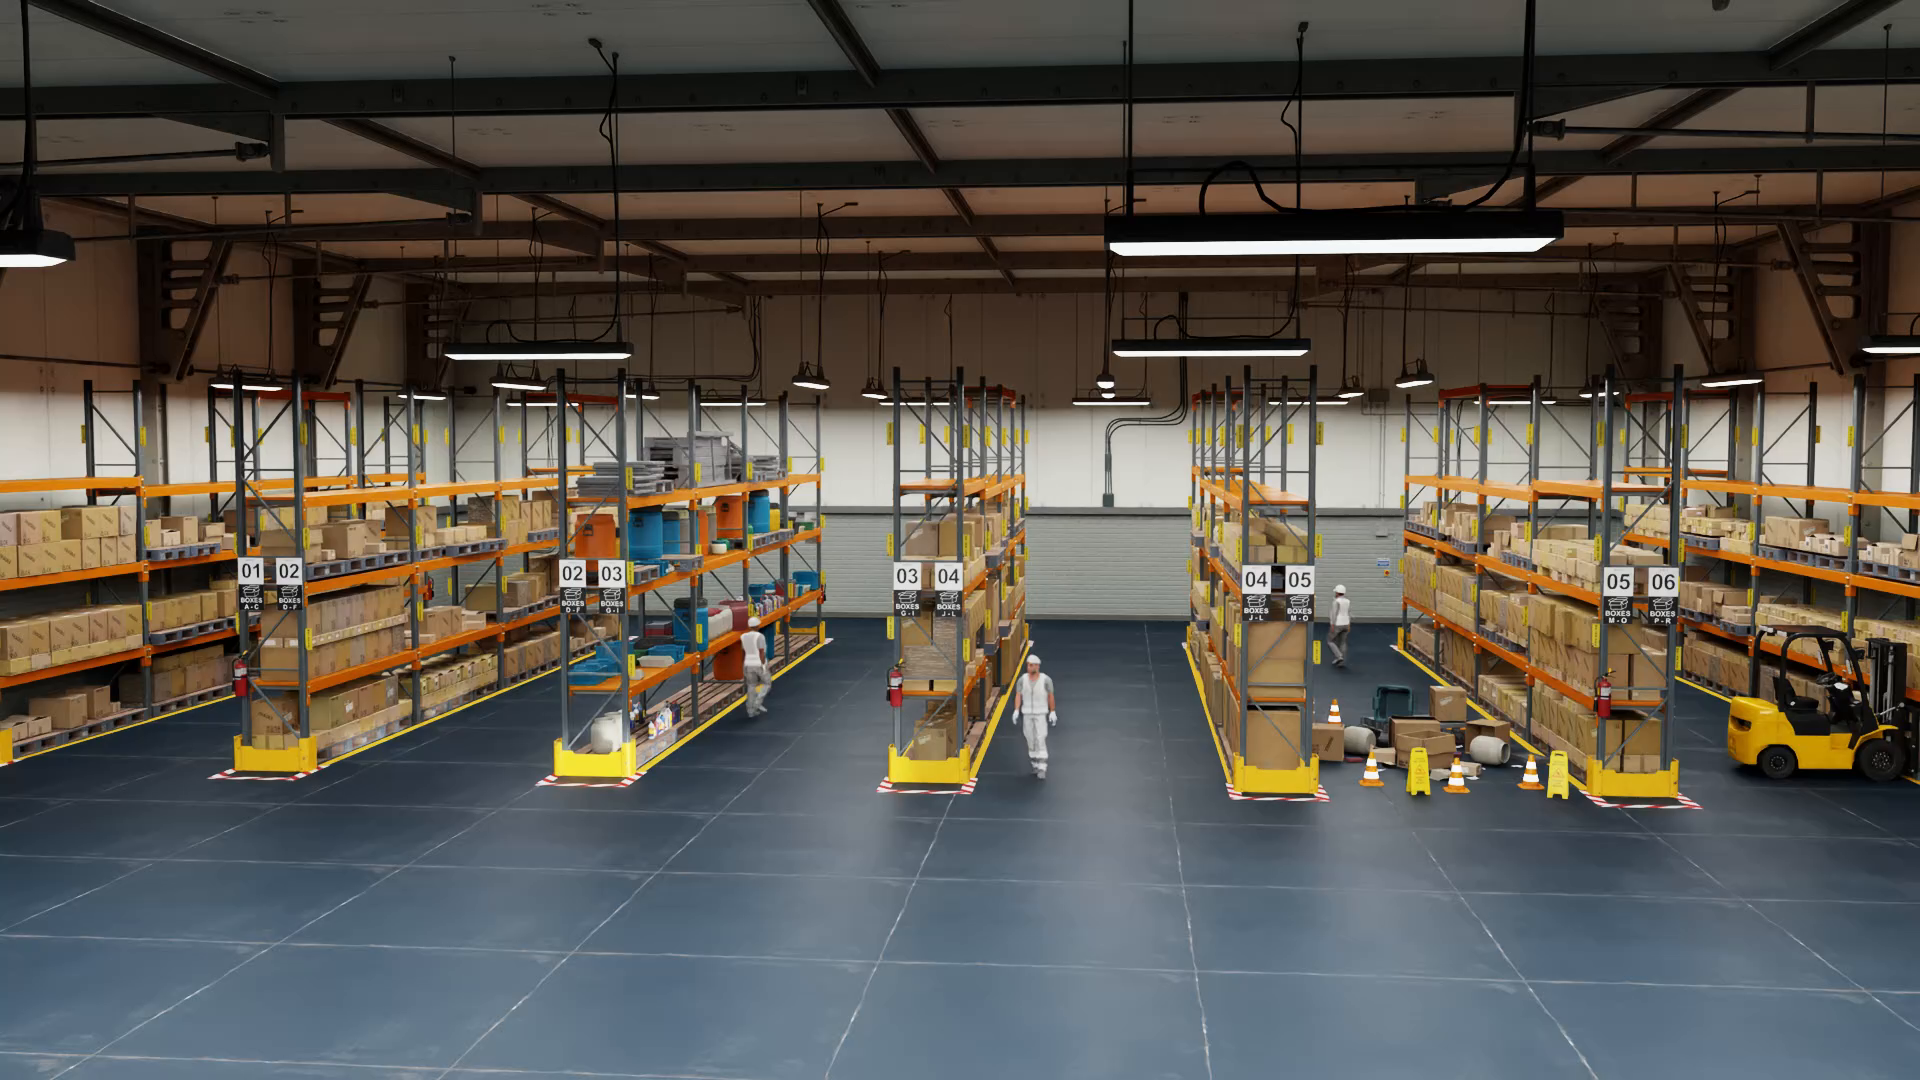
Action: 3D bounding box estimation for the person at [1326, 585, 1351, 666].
[{"bbox_3d":[8.298,1.865,36.241,0.573,1.775,0.457,-2,4,-33],"label":"person"}]

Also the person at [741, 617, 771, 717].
[{"bbox_3d":[-3.680,2.258,29.724,0.584,1.774,0.474,1,4,23],"label":"person"}]

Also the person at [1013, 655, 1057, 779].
[{"bbox_3d":[1.058,2.590,24.395,0.602,1.779,0.790,1,4,19],"label":"person"}]
